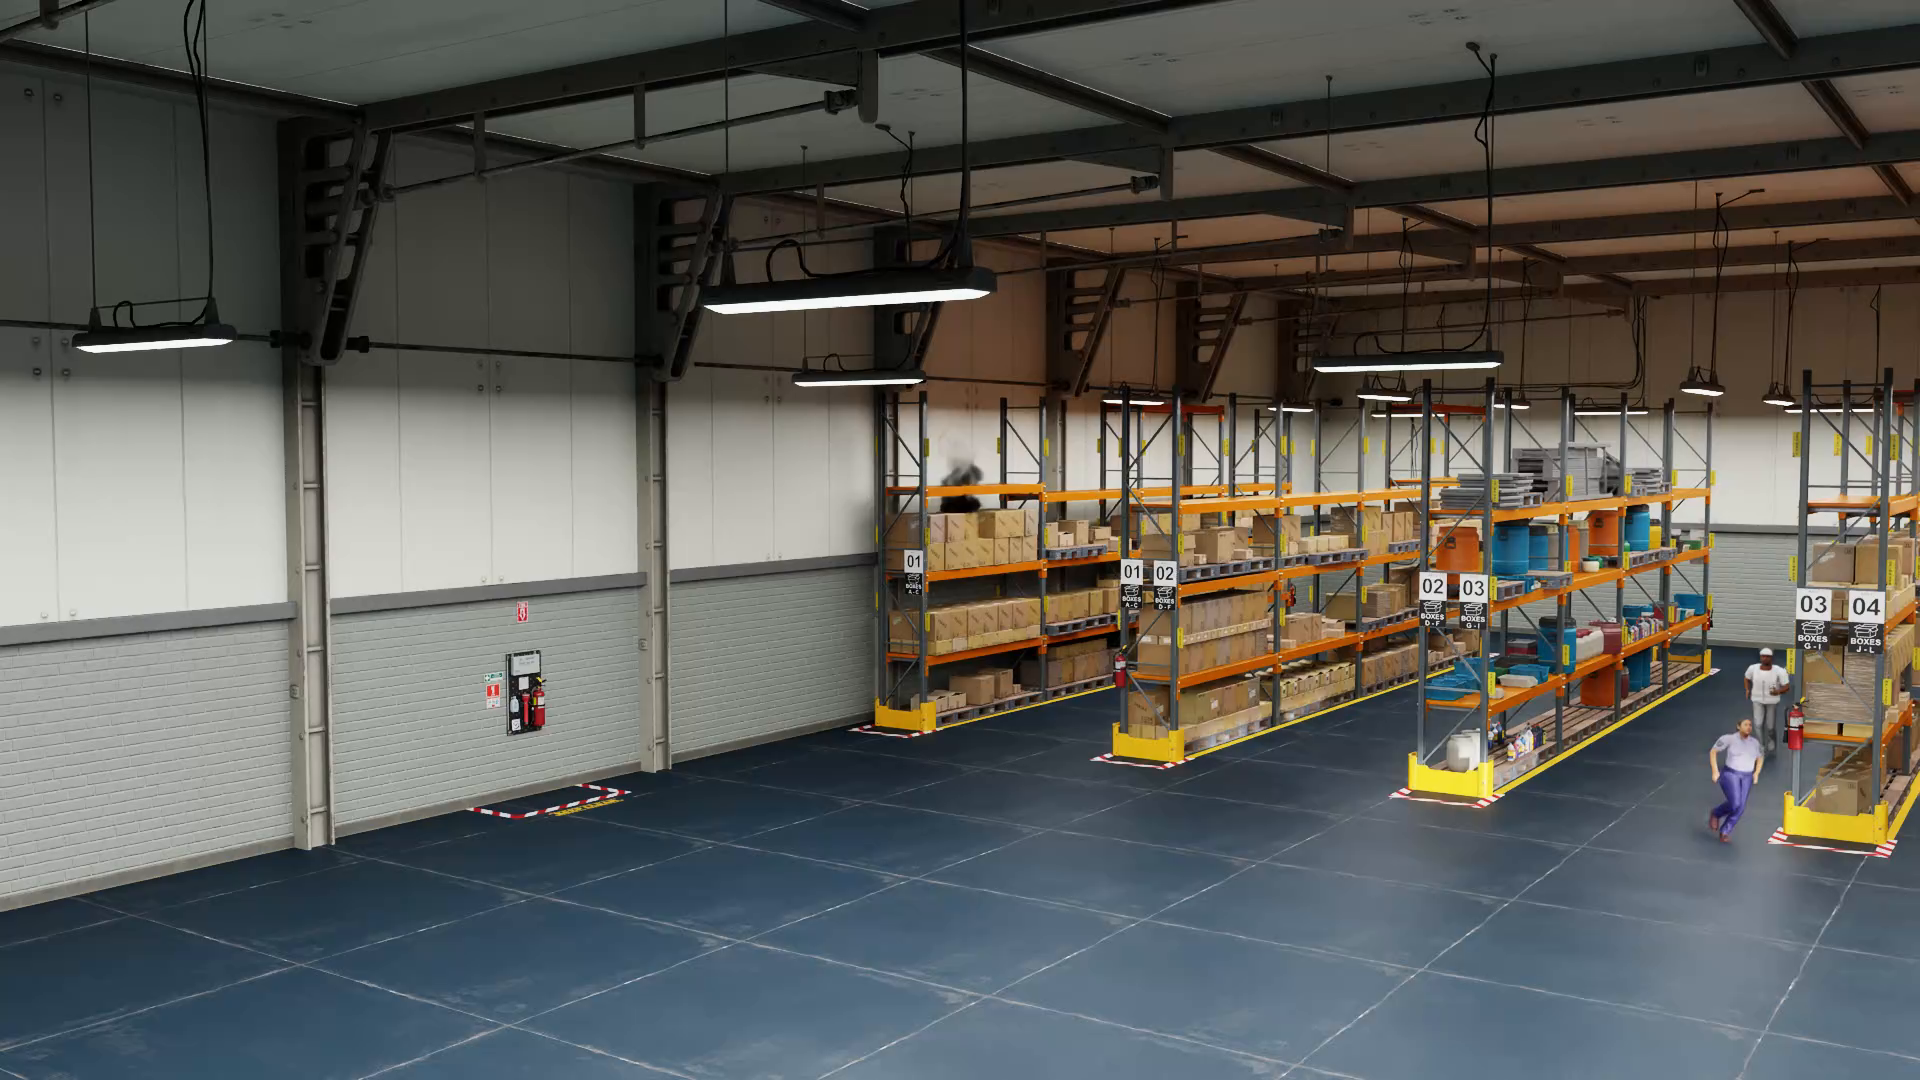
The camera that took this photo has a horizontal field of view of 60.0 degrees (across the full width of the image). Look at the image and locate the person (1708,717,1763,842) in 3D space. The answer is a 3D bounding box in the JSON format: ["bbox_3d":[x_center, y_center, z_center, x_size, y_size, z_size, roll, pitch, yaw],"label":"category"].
[{"bbox_3d":[9.917,3.049,21.129,0.644,1.564,0.509,0,3,-1],"label":"person"}]

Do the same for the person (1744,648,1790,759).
[{"bbox_3d":[13.025,2.625,26.891,0.701,1.769,0.827,2,4,33],"label":"person"}]
